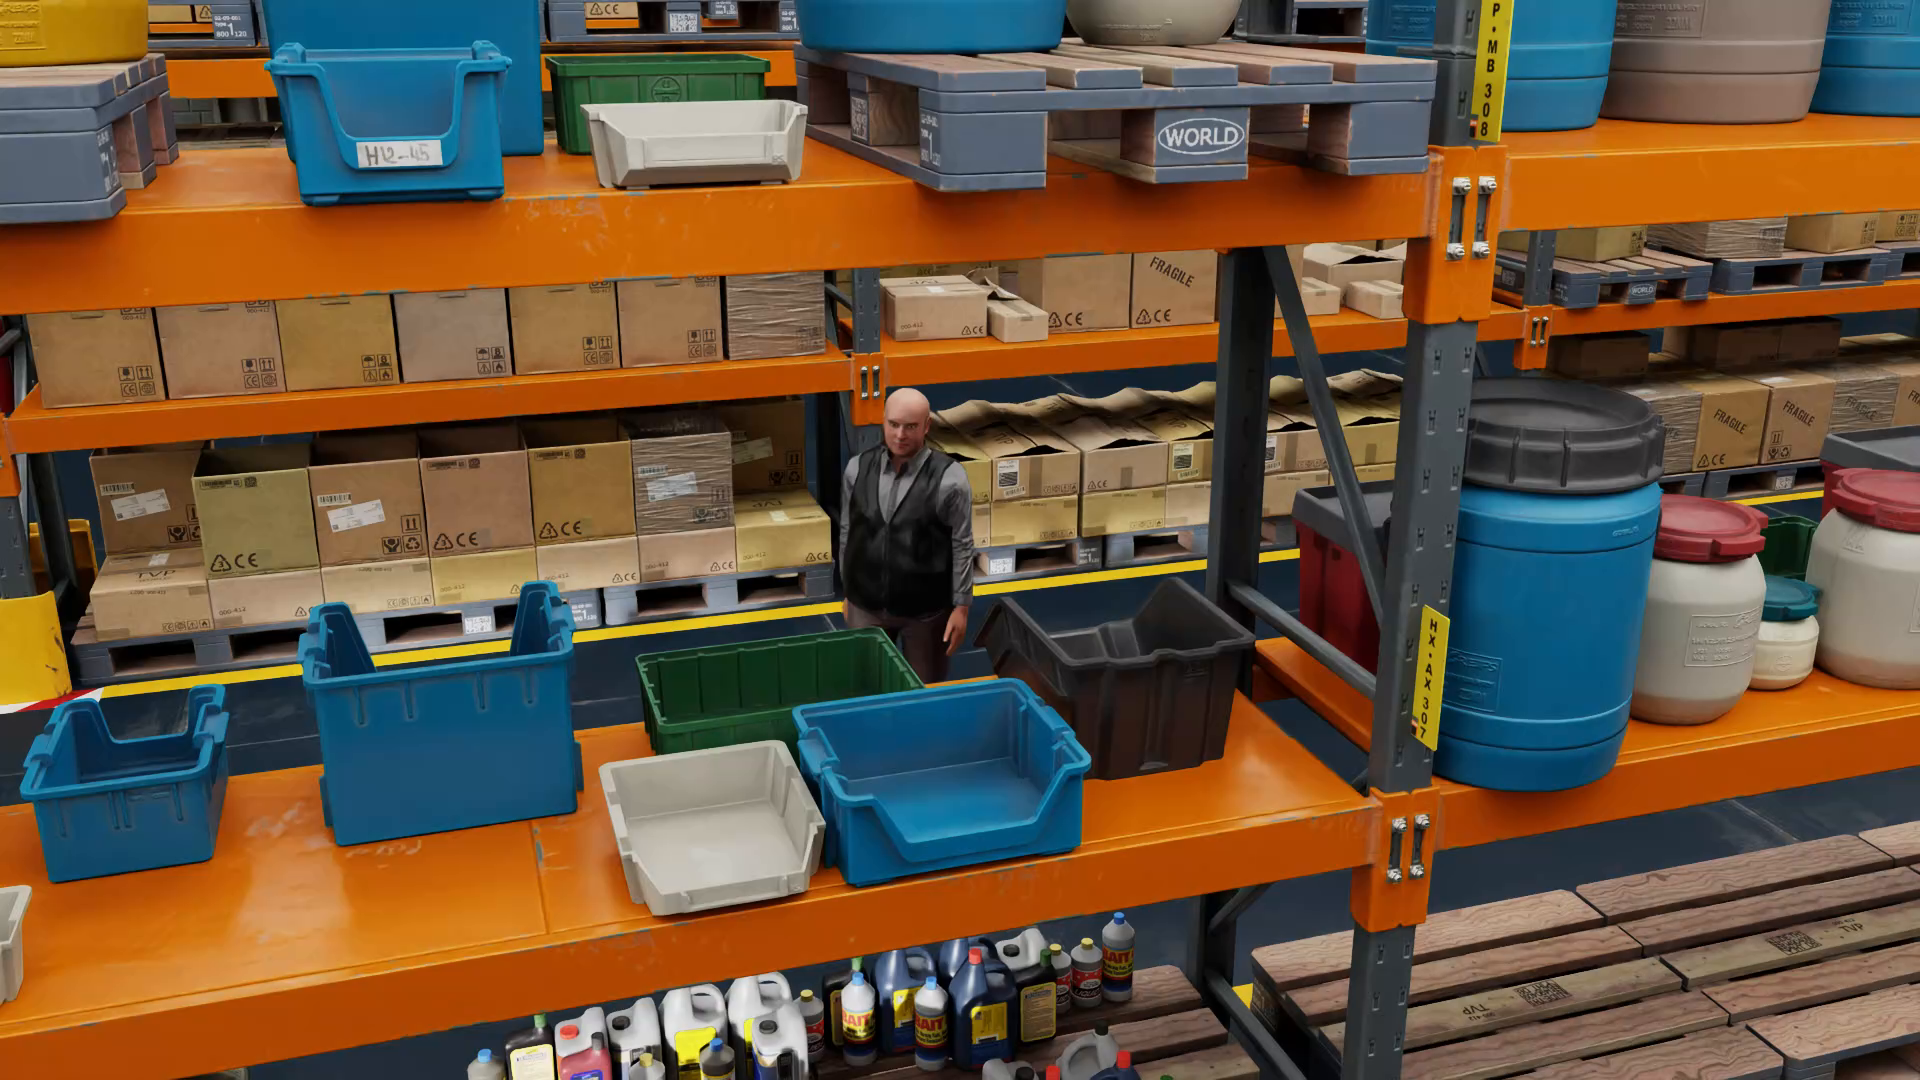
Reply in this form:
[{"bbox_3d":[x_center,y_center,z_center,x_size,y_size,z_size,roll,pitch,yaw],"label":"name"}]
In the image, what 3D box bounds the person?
[{"bbox_3d":[-0.230,0.276,6.317,0.554,1.725,0.679,6,20,16],"label":"person"}]
